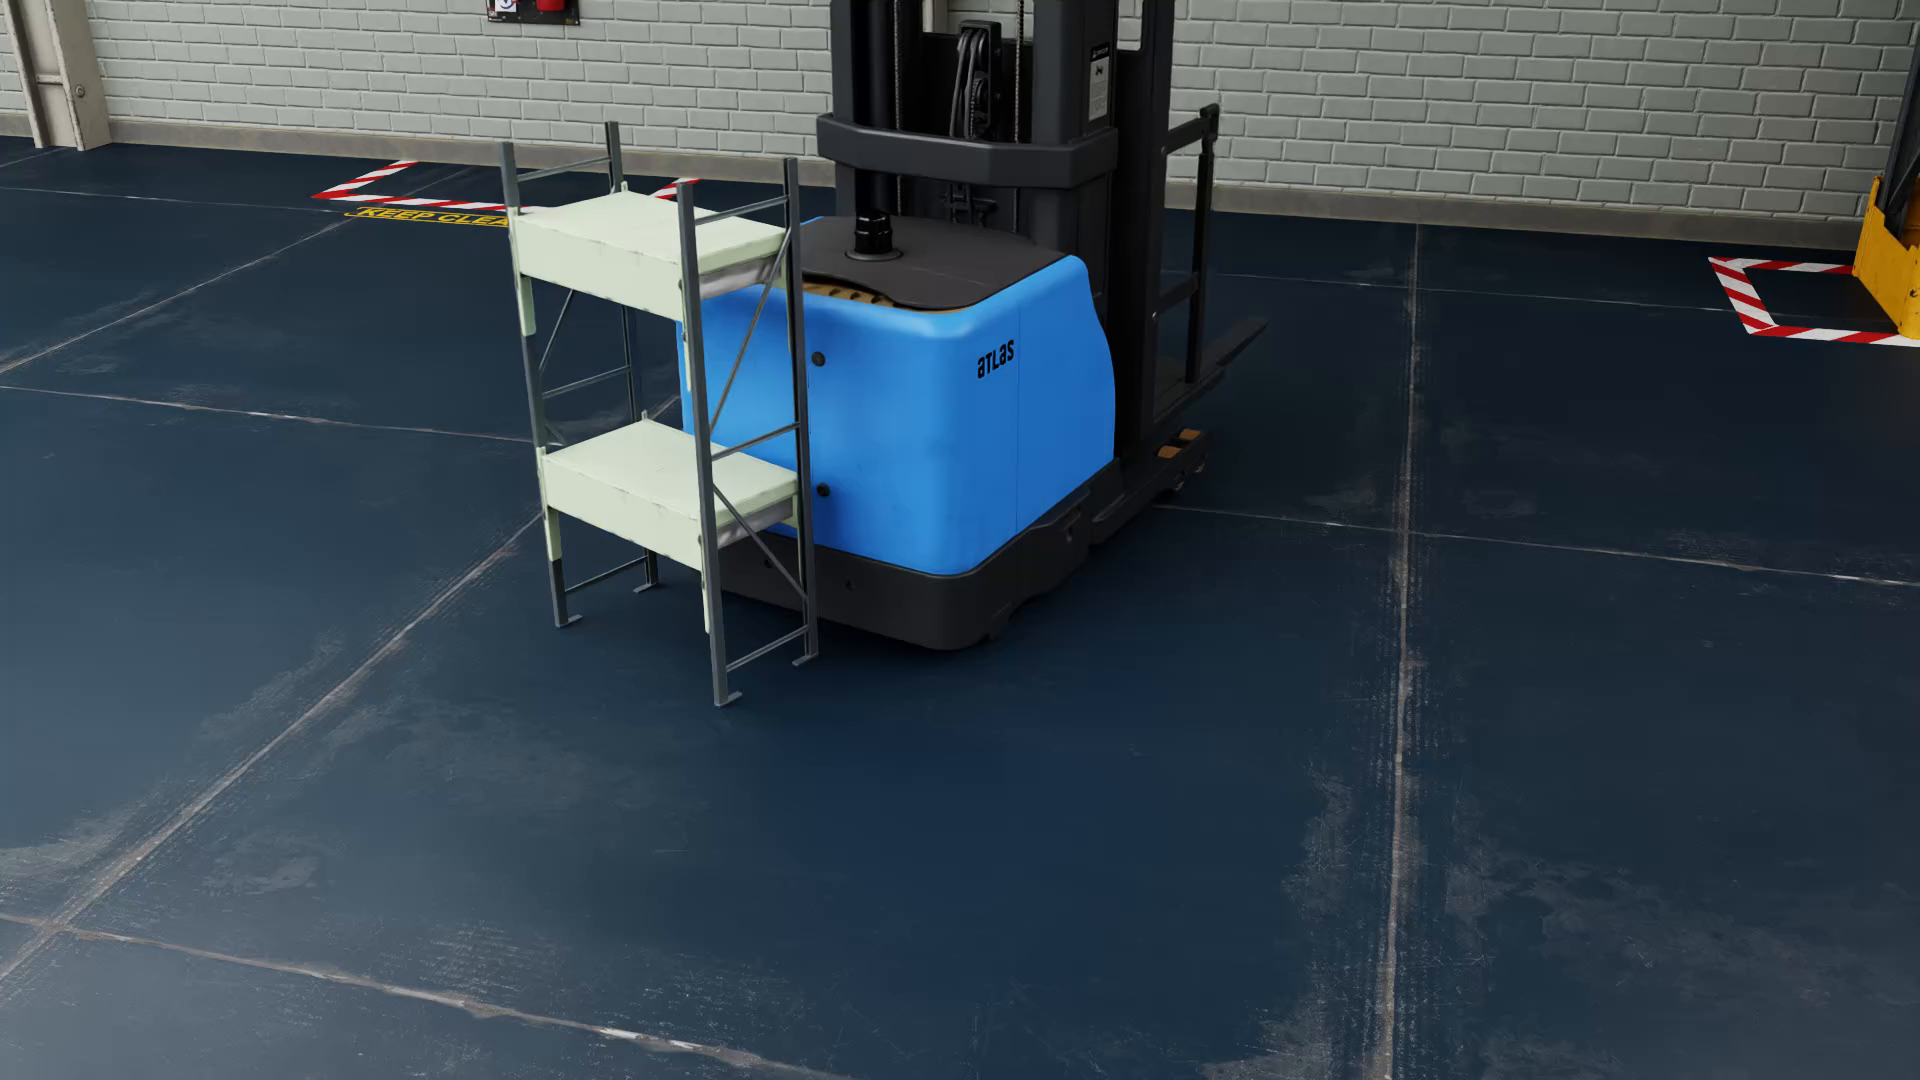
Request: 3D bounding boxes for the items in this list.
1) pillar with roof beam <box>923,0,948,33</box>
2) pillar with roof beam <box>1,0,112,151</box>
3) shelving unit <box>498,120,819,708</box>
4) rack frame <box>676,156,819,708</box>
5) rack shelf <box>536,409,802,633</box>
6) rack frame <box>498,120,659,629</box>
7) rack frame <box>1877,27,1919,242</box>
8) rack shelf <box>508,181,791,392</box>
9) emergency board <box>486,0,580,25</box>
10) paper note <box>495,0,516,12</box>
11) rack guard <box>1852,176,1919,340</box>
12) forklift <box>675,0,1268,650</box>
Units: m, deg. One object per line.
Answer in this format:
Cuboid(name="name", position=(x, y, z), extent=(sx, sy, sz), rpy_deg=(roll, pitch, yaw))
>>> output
Cuboid(name="pillar with roof beam", position=(-1.375, -4.363, 4.445), extent=(0.400, 9.000, 9.100), rpy_deg=(6, 26, 13))
Cuboid(name="pillar with roof beam", position=(-7.186, -5.005, 5.795), extent=(0.400, 9.000, 9.100), rpy_deg=(6, 26, 13))
Cuboid(name="shelving unit", position=(-0.844, -0.368, 4.777), extent=(0.755, 1.500, 0.431), rpy_deg=(20, 32, 36))
Cuboid(name="rack frame", position=(-0.564, -0.266, 4.563), extent=(0.023, 1.500, 0.400), rpy_deg=(20, 32, 36))
Cuboid(name="rack shelf", position=(-0.844, -0.073, 4.917), extent=(0.720, 0.370, 0.431), rpy_deg=(20, 32, 36))
Cuboid(name="rack frame", position=(-1.123, -0.469, 4.990), extent=(0.023, 1.500, 0.400), rpy_deg=(20, 32, 36))
Cuboid(name="rack frame", position=(4.615, -2.519, 7.551), extent=(0.127, 3.000, 1.000), rpy_deg=(6, 26, 13))
Cuboid(name="rack shelf", position=(-0.844, -0.720, 4.609), extent=(0.720, 0.370, 0.431), rpy_deg=(20, 32, 36))
Cuboid(name="emergency board", position=(-2.686, -3.727, 10.089), extent=(0.643, 1.169, 0.194), rpy_deg=(6, 26, 13))
Cuboid(name="paper note", position=(-2.841, -3.377, 10.378), extent=(0.142, 0.148, 0.016), rpy_deg=(6, 26, 13))
Cuboid(name="rack guard", position=(4.689, -1.382, 8.072), extent=(0.348, 0.500, 1.175), rpy_deg=(6, 26, 13))
Cuboid(name="forklift", position=(0.300, -1.592, 5.685), extent=(1.130, 2.935, 3.031), rpy_deg=(14, 29, 27))
